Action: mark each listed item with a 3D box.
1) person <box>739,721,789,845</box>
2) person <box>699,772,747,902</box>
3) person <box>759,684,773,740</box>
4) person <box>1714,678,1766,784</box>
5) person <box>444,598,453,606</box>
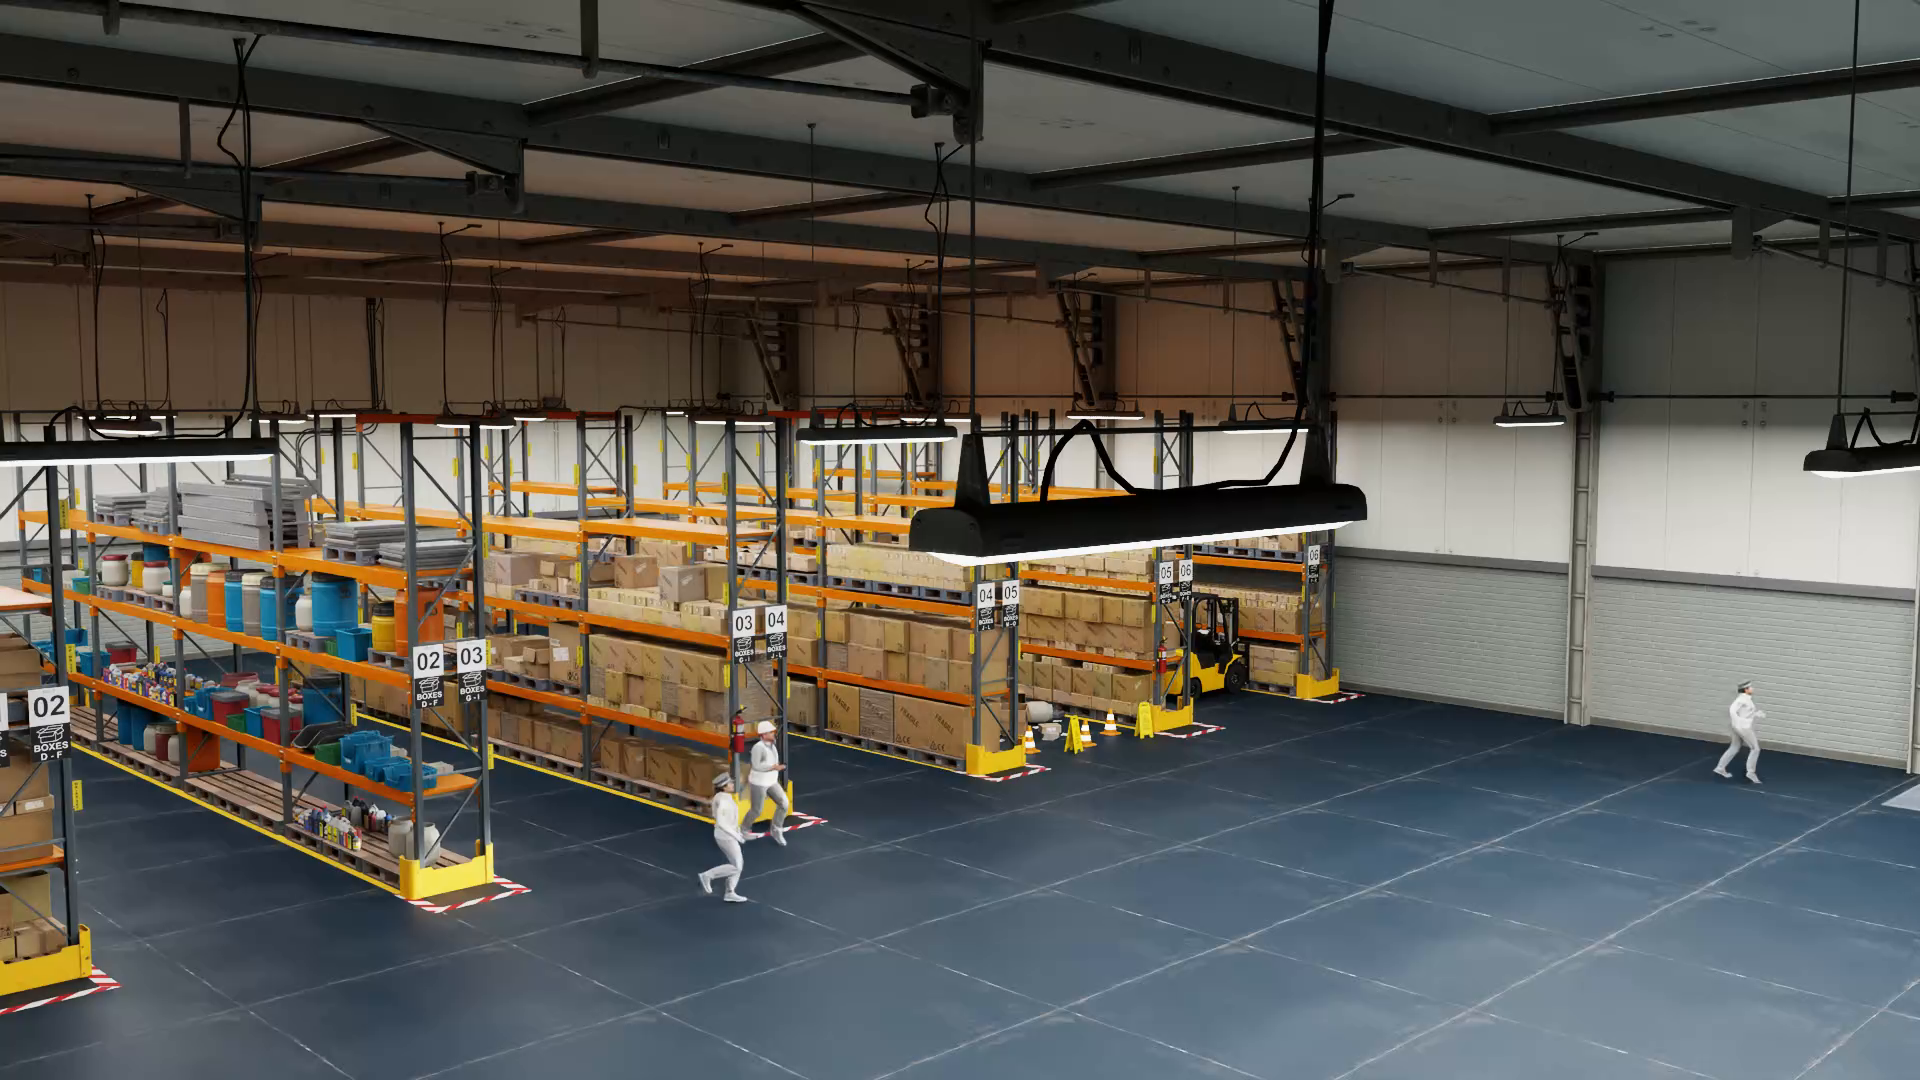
[{"bbox_3d":[-2.773,3.431,23.422,0.811,1.798,0.673,2,5,24],"label":"person"},{"bbox_3d":[-2.973,3.713,20.753,0.598,1.665,0.627,-1,5,-16],"label":"person"},{"bbox_3d":[-3.670,2.874,30.006,0.937,1.668,0.599,5,7,43],"label":"person"},{"bbox_3d":[12.828,3.129,27.300,0.741,1.753,0.585,1,5,12],"label":"person"},{"bbox_3d":[-11.769,2.165,38.145,0.763,1.710,0.866,-1,5,-11],"label":"person"}]
